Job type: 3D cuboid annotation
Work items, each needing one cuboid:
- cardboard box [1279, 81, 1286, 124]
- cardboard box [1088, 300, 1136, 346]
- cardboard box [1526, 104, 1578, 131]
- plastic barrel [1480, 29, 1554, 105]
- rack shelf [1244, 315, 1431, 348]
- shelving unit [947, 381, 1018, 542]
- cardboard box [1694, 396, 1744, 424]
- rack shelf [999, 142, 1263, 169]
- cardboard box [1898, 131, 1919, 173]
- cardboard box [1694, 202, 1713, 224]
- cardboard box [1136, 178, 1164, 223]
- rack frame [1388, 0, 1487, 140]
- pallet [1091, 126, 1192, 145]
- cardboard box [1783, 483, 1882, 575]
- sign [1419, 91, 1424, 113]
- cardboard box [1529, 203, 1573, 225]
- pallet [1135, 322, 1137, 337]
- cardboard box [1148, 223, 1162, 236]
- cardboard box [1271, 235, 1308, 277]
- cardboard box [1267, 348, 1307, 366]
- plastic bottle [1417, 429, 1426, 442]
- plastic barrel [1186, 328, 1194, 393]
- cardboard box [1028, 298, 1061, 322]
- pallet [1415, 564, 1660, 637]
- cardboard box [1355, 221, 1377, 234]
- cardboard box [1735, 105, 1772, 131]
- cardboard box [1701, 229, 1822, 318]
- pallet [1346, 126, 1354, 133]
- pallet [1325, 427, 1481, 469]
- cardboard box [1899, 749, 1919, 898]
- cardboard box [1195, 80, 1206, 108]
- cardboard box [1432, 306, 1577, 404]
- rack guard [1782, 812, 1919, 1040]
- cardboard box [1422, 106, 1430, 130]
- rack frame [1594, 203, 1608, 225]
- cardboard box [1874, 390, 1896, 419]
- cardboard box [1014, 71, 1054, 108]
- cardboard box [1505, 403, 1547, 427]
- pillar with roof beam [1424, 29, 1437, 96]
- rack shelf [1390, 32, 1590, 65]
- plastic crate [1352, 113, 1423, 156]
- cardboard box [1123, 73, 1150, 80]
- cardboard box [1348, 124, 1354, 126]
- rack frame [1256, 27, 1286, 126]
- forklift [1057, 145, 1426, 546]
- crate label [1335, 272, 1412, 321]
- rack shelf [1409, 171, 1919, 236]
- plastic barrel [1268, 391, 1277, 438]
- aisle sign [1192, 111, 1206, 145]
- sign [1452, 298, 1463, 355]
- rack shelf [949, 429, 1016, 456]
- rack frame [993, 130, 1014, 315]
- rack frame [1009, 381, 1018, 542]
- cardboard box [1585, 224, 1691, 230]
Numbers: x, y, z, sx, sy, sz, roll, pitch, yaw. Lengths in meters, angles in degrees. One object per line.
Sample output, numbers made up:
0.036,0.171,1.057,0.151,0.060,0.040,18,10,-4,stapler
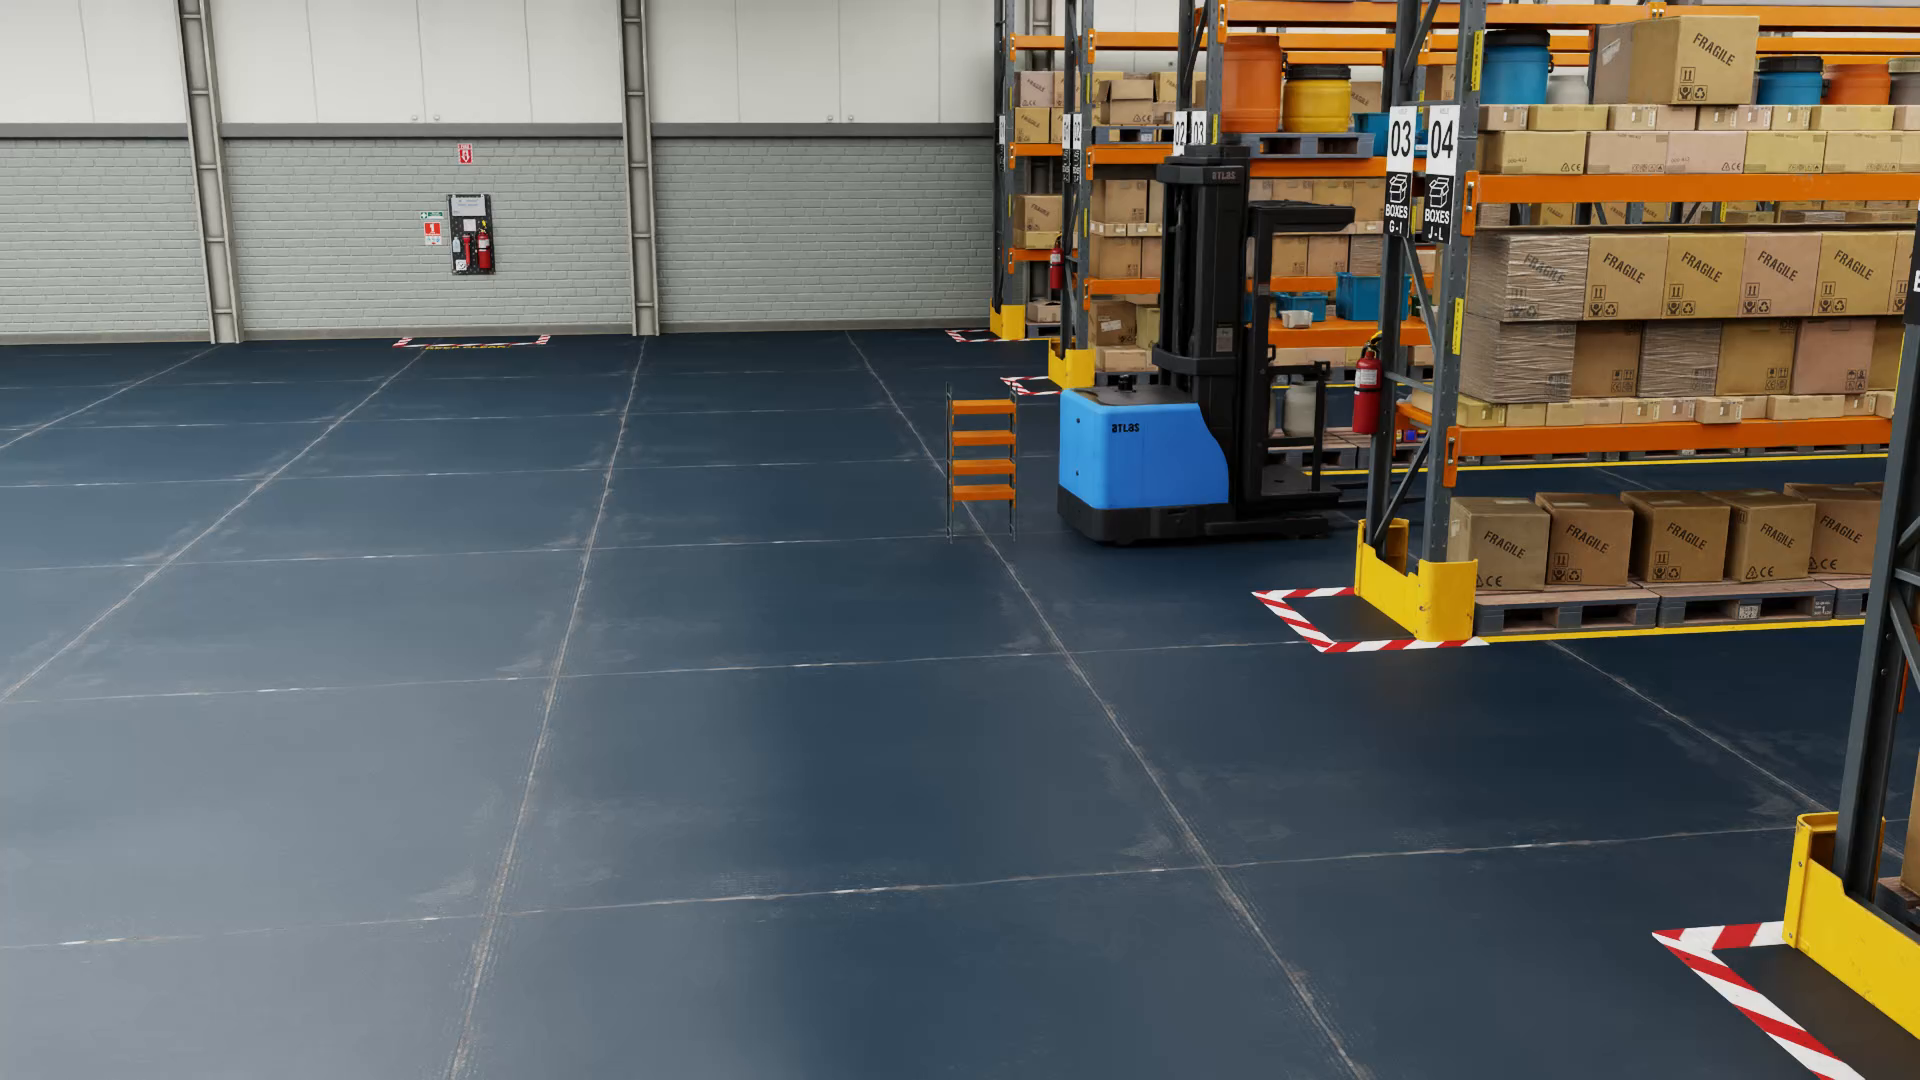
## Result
3.685,-5.245,19.940,0.637,0.503,0.797,-1,14,-2,cardboard box
1.863,-2.678,20.480,0.500,0.500,0.500,-2,14,-8,cardboard box
3.427,-2.486,9.790,0.250,0.149,0.380,-2,14,-7,cardboard box
5.067,-4.198,15.233,0.708,0.901,0.600,-2,14,-8,plastic barrel
4.089,-1.885,15.550,4.000,0.370,1.077,-2,14,-8,rack shelf
0.166,-0.588,12.600,0.499,1.200,0.258,-2,14,-8,shelving unit
4.664,-0.832,10.389,0.250,0.149,0.380,-2,14,-8,cardboard box
2.613,-5.723,24.687,4.000,0.370,1.077,-2,14,-8,rack shelf
5.875,-2.401,10.272,0.500,0.250,0.500,-2,14,-7,cardboard box
11.580,-5.083,25.967,0.500,0.500,0.500,-2,14,-8,cardboard box
2.412,-4.067,19.899,0.500,0.500,0.700,-2,14,-10,cardboard box
2.849,-3.880,9.693,0.127,3.000,1.000,-2,14,-8,rack frame
2.080,-4.784,19.648,1.213,0.211,1.003,-2,14,-8,pallet
5.838,-0.079,11.144,0.500,0.500,0.500,2,14,10,cardboard box
5.417,-5.108,19.533,0.005,0.325,0.100,-2,14,-8,sign
9.065,-4.993,25.605,0.500,0.500,0.500,-2,14,-7,cardboard box
2.723,-3.259,25.282,1.213,0.211,1.003,-2,14,-8,pallet
2.305,-3.697,19.759,0.250,0.149,0.380,-2,14,-8,cardboard box
3.878,-3.491,20.269,0.500,0.500,0.700,-2,14,-7,cardboard box
3.919,-2.261,20.360,0.500,0.250,0.500,-2,14,-8,cardboard box
4.290,-1.054,15.464,0.097,0.271,0.097,0,14,0,plastic bottle
6.484,-1.524,14.905,10.006,1.474,2.757,-2,14,-8,plastic barrel
1.333,-3.457,24.963,0.500,0.311,0.500,-4,15,-15,cardboard box
3.733,0.359,10.856,1.213,0.211,1.003,-2,14,-8,pallet
4.851,-3.791,20.133,0.250,0.149,0.380,-2,14,-9,cardboard box
4.687,-2.559,10.081,0.250,0.149,0.380,-2,14,-9,cardboard box
4.917,-1.656,10.288,0.500,0.500,0.500,-2,14,-8,cardboard box
4.493,-4.873,20.000,1.213,0.211,1.003,-2,14,-8,pallet
4.188,-0.894,15.854,1.213,0.211,1.003,-2,14,-8,pallet
4.149,1.013,6.019,0.875,0.875,0.875,-2,14,-8,cardboard box
3.060,-5.122,19.457,0.500,0.500,0.500,-2,14,-8,cardboard box
3.397,-1.176,10.427,0.500,0.500,0.875,-2,14,-8,cardboard box
3.465,1.440,5.951,0.348,0.500,1.175,-2,14,-8,rack guard
3.077,-2.631,10.367,0.250,0.149,0.380,-2,14,-8,cardboard box
6.067,-2.305,15.748,0.053,2.616,0.949,-2,14,-8,rack frame
5.901,-0.877,10.570,0.250,0.149,0.380,-2,14,-8,cardboard box
1.053,-6.498,23.997,0.500,0.500,0.500,-3,14,-12,cardboard box
3.417,-0.805,10.283,0.250,0.149,0.380,-2,14,-8,cardboard box
7.773,-6.869,21.614,0.400,9.000,9.100,-2,14,-8,pillar with roof beam
7.310,-5.937,20.198,4.000,0.370,1.077,-2,14,-8,rack shelf
3.952,-3.750,15.374,0.575,0.384,0.392,-2,14,-8,plastic crate
2.550,-6.672,24.692,0.500,0.500,0.500,-2,14,-8,cardboard box
5.752,-6.327,24.939,0.500,0.311,0.500,-2,14,-7,cardboard box
4.591,-7.599,24.524,0.127,3.000,1.000,-2,14,-8,rack frame
6.065,0.469,4.826,6.386,2.935,18.991,-3,14,-13,forklift
3.891,-2.310,15.694,0.616,0.435,0.502,-2,14,-8,crate label
4.827,-2.148,10.434,4.000,0.370,1.077,-2,14,-8,rack shelf
2.751,-1.200,15.593,0.421,0.512,0.421,0,14,0,plastic barrel
2.084,-3.349,14.565,0.004,0.787,0.394,-2,14,-8,aisle sign
2.930,-1.259,9.797,0.005,0.325,0.100,-2,14,-8,sign
0.164,-0.740,12.562,0.480,0.148,0.258,-2,14,-8,rack shelf
0.636,-4.544,24.675,0.127,3.000,1.000,-2,14,-8,rack frame
0.405,-0.597,12.635,0.015,1.200,0.240,-2,14,-8,rack frame
4.345,-1.764,10.717,0.500,0.500,0.500,-2,14,-8,cardboard box
